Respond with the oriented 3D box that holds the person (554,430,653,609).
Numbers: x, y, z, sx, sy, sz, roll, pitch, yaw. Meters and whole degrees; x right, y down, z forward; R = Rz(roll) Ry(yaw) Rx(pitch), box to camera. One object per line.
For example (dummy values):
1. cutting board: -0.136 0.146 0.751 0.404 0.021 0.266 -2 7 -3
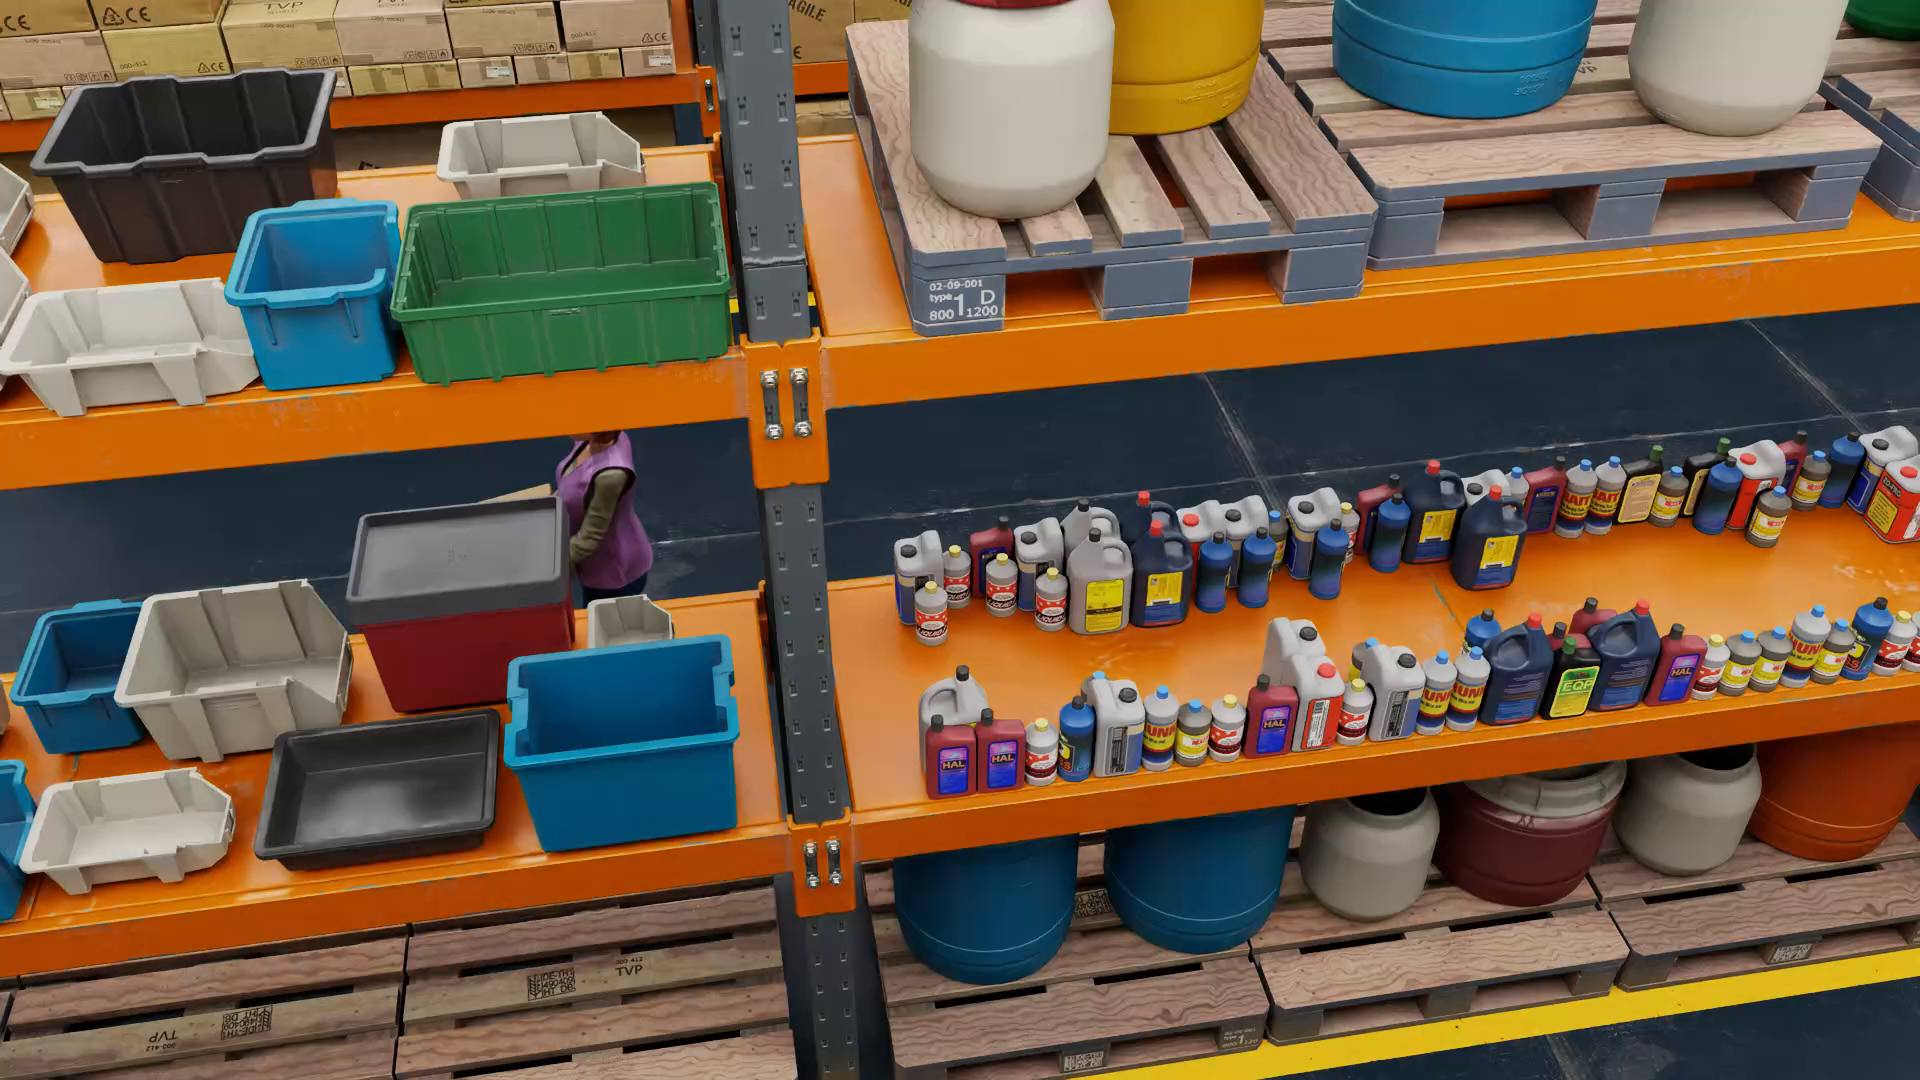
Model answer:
1. person: -1.359 0.106 6.036 0.495 1.589 0.408 -11 41 -14
